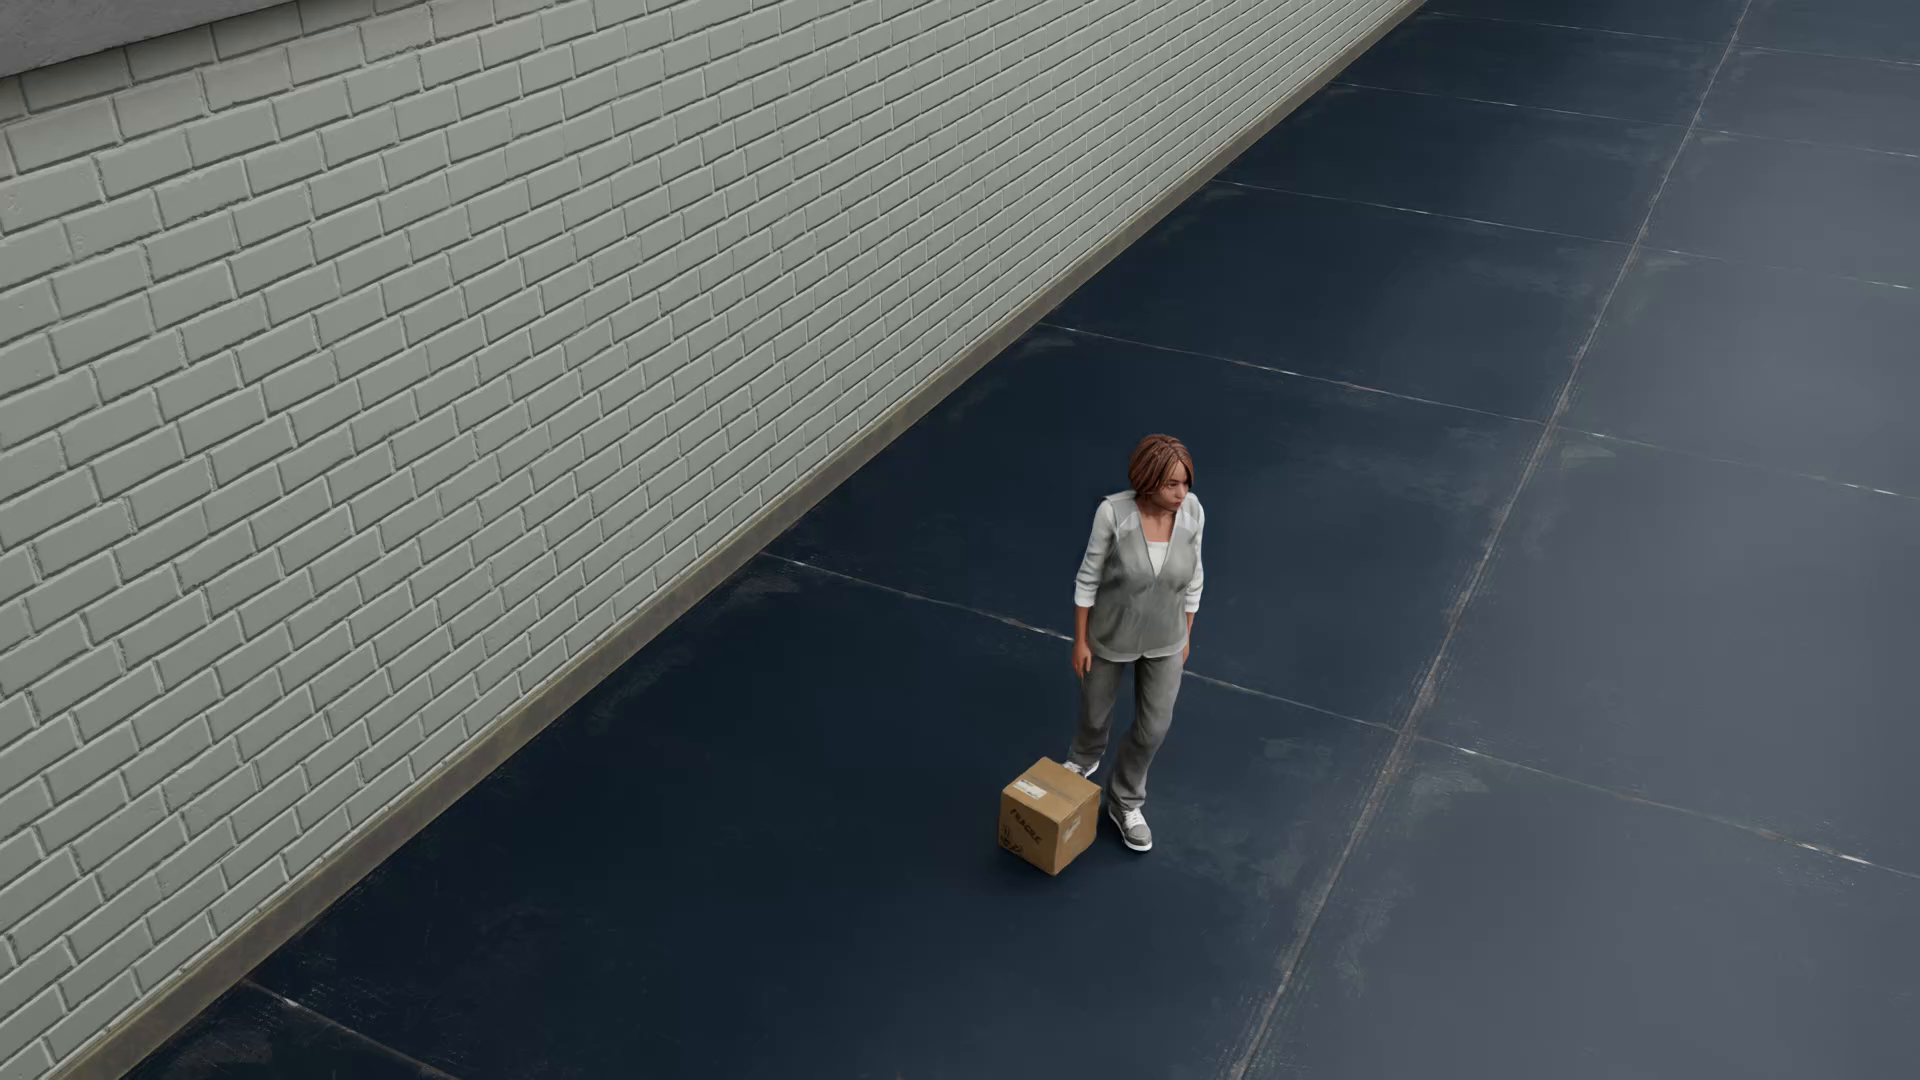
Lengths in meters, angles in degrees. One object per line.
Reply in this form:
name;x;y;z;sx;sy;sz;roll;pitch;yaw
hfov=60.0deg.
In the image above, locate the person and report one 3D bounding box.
person;0.582;0.370;5.678;0.436;1.285;0.488;-4;31;-6
